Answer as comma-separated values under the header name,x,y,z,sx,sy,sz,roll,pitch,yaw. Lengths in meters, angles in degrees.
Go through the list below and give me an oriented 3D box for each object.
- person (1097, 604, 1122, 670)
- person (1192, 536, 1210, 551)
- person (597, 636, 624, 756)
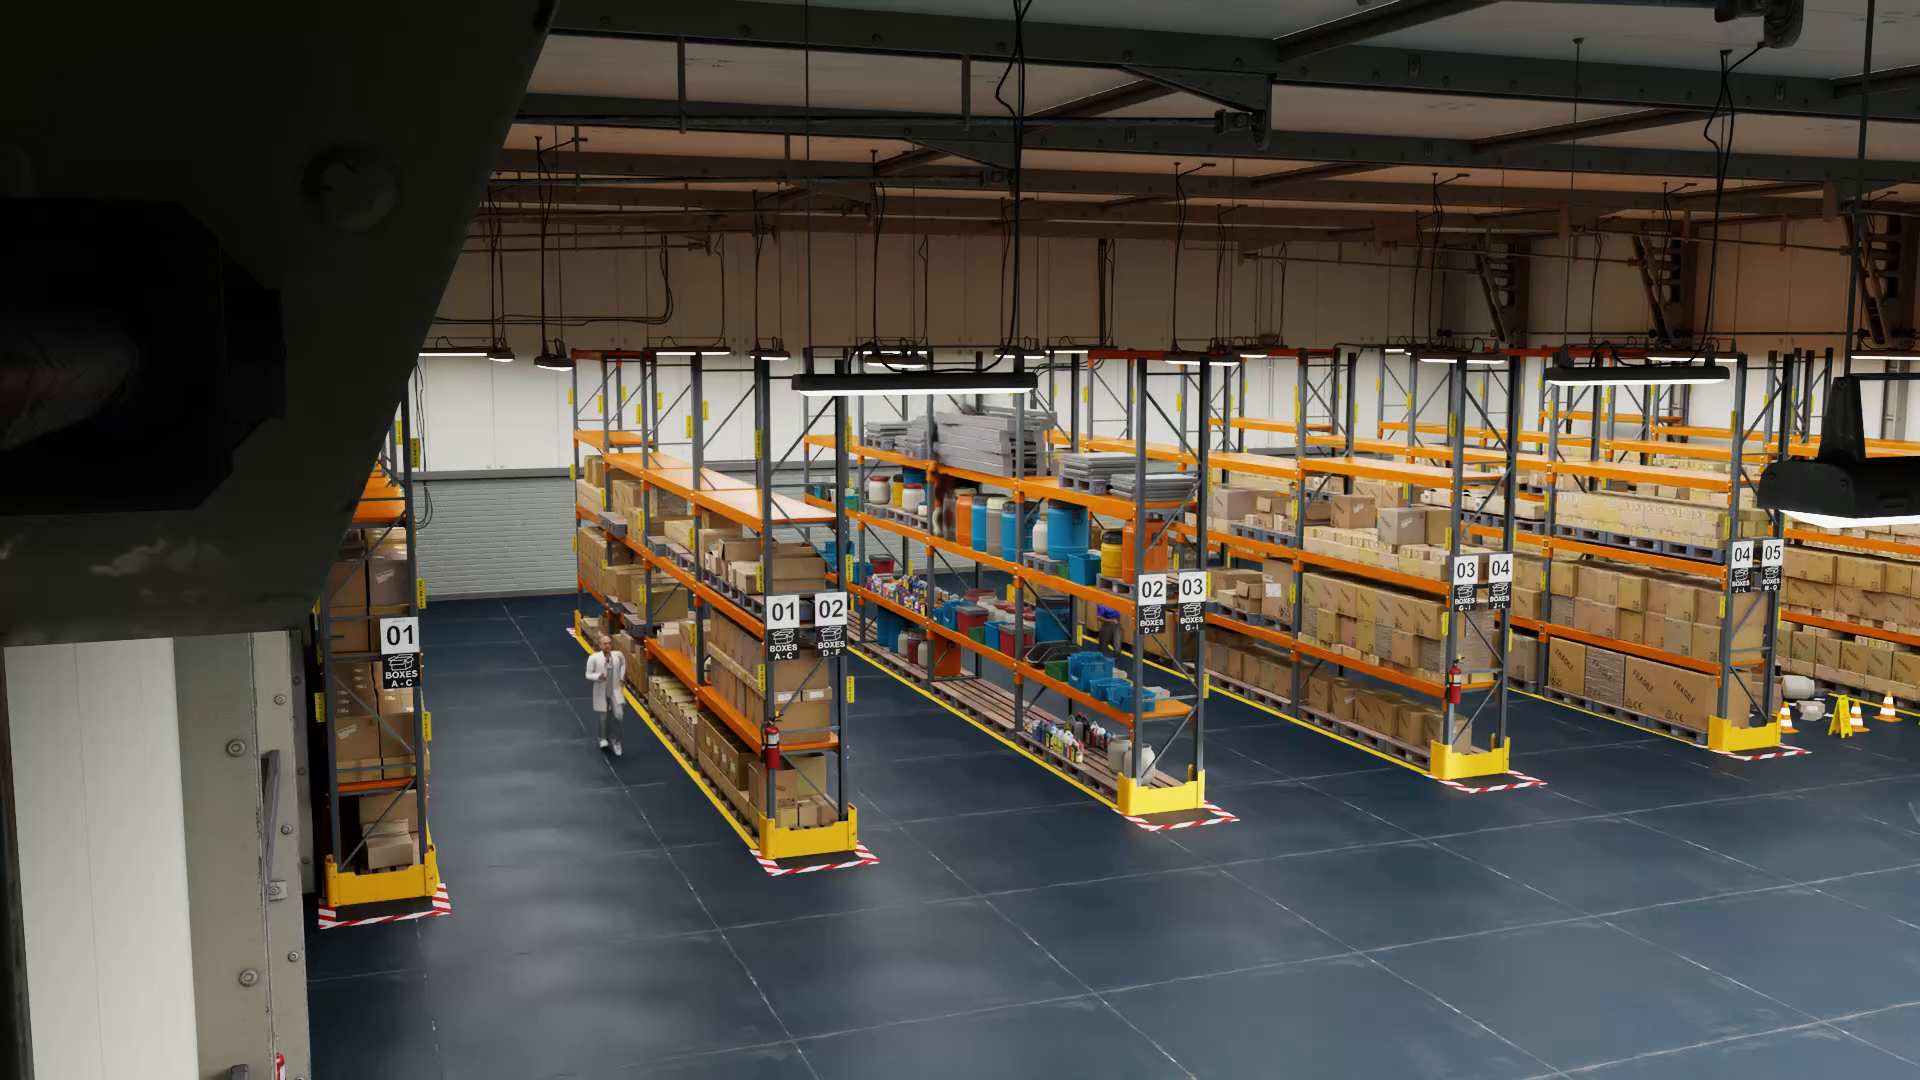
name,x,y,z,sx,sy,sz,roll,pitch,yaw
person,2.620,1.654,29.028,0.576,1.768,0.703,-3,8,-25
person,5.997,0.386,41.566,0.517,1.611,0.647,-4,8,-27
person,-5.311,2.353,25.095,0.616,1.811,0.854,-3,8,-22
